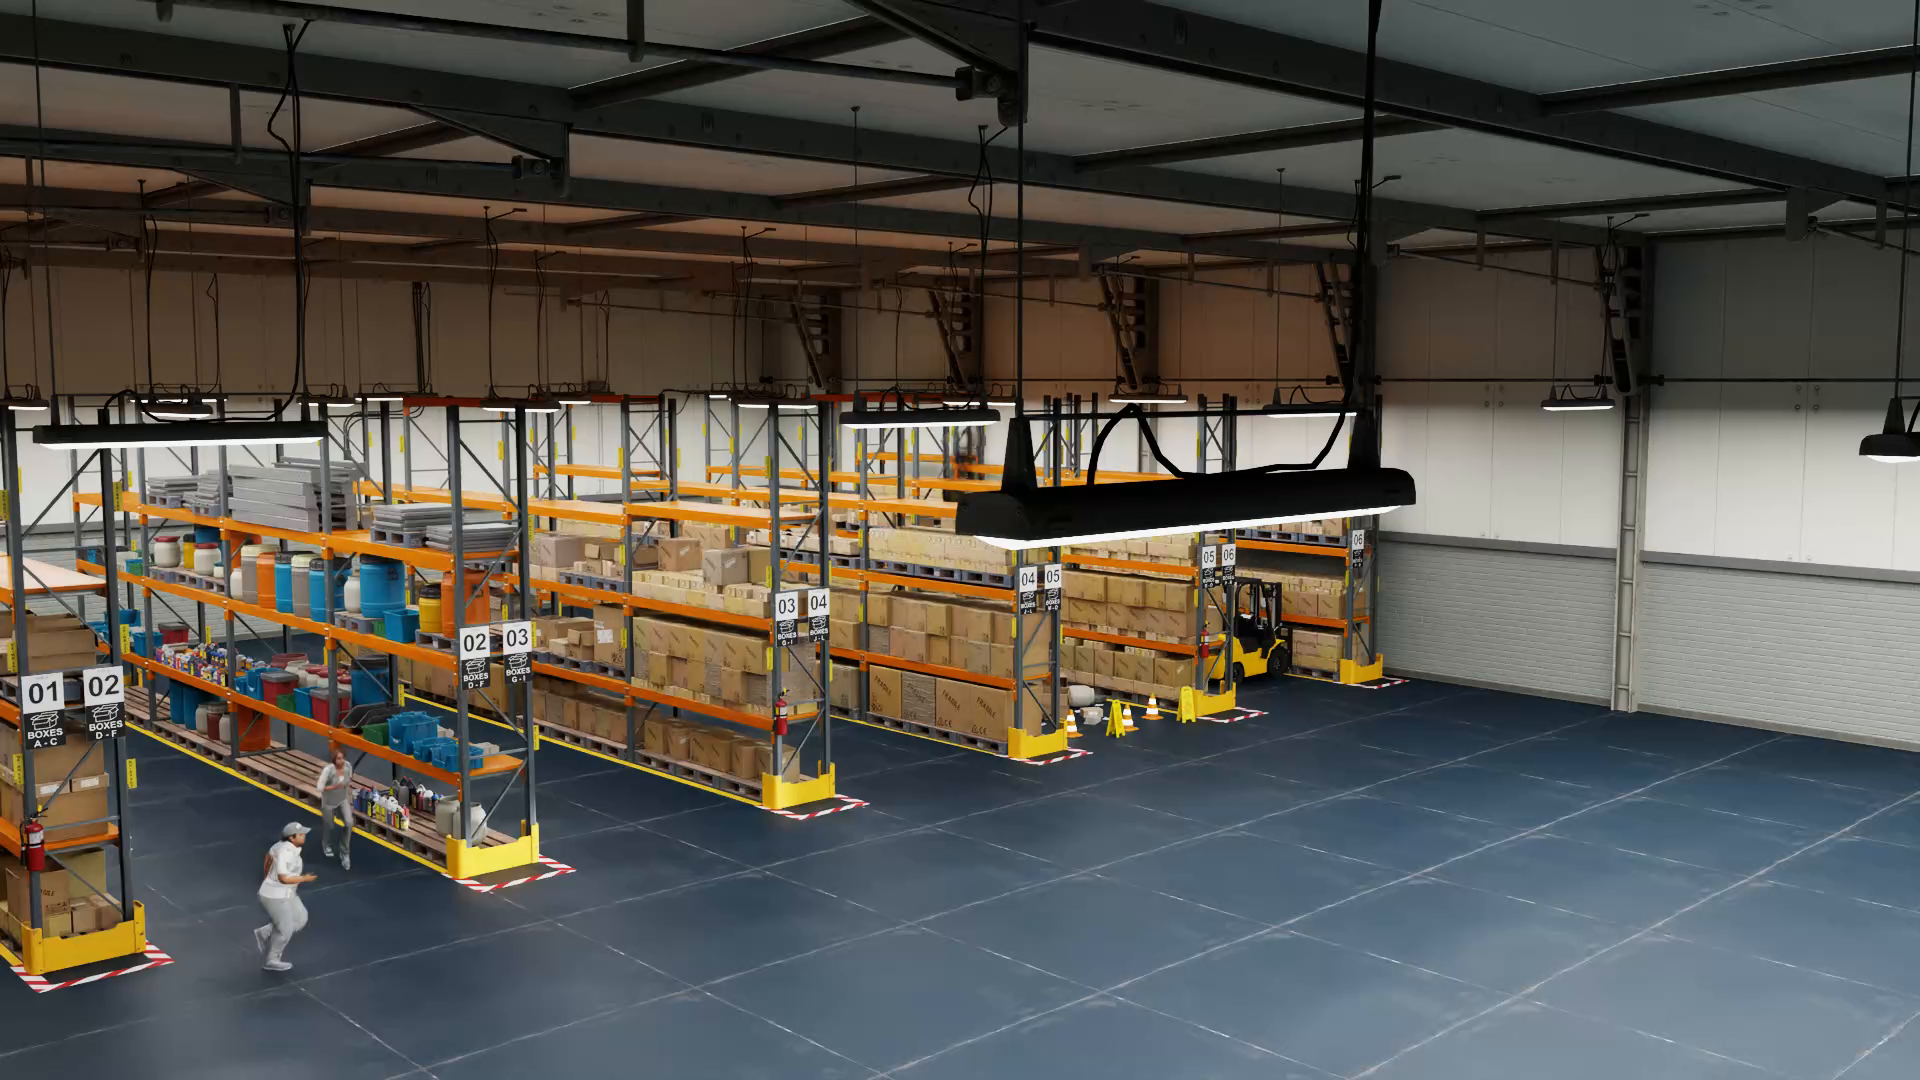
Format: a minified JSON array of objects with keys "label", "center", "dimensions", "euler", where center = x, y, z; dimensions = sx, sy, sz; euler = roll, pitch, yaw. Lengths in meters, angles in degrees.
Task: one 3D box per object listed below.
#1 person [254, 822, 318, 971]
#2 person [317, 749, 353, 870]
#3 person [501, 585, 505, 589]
[{"label":"person","center":[-7.238,3.821,17.842],"dimensions":[0.672,1.610,0.579],"euler":[-1,6,-13]},{"label":"person","center":[-8.134,3.459,21.635],"dimensions":[0.531,1.579,0.864],"euler":[-4,7,-37]},{"label":"person","center":[-10.394,1.847,38.058],"dimensions":[0.570,1.636,0.564],"euler":[-2,6,-22]}]
